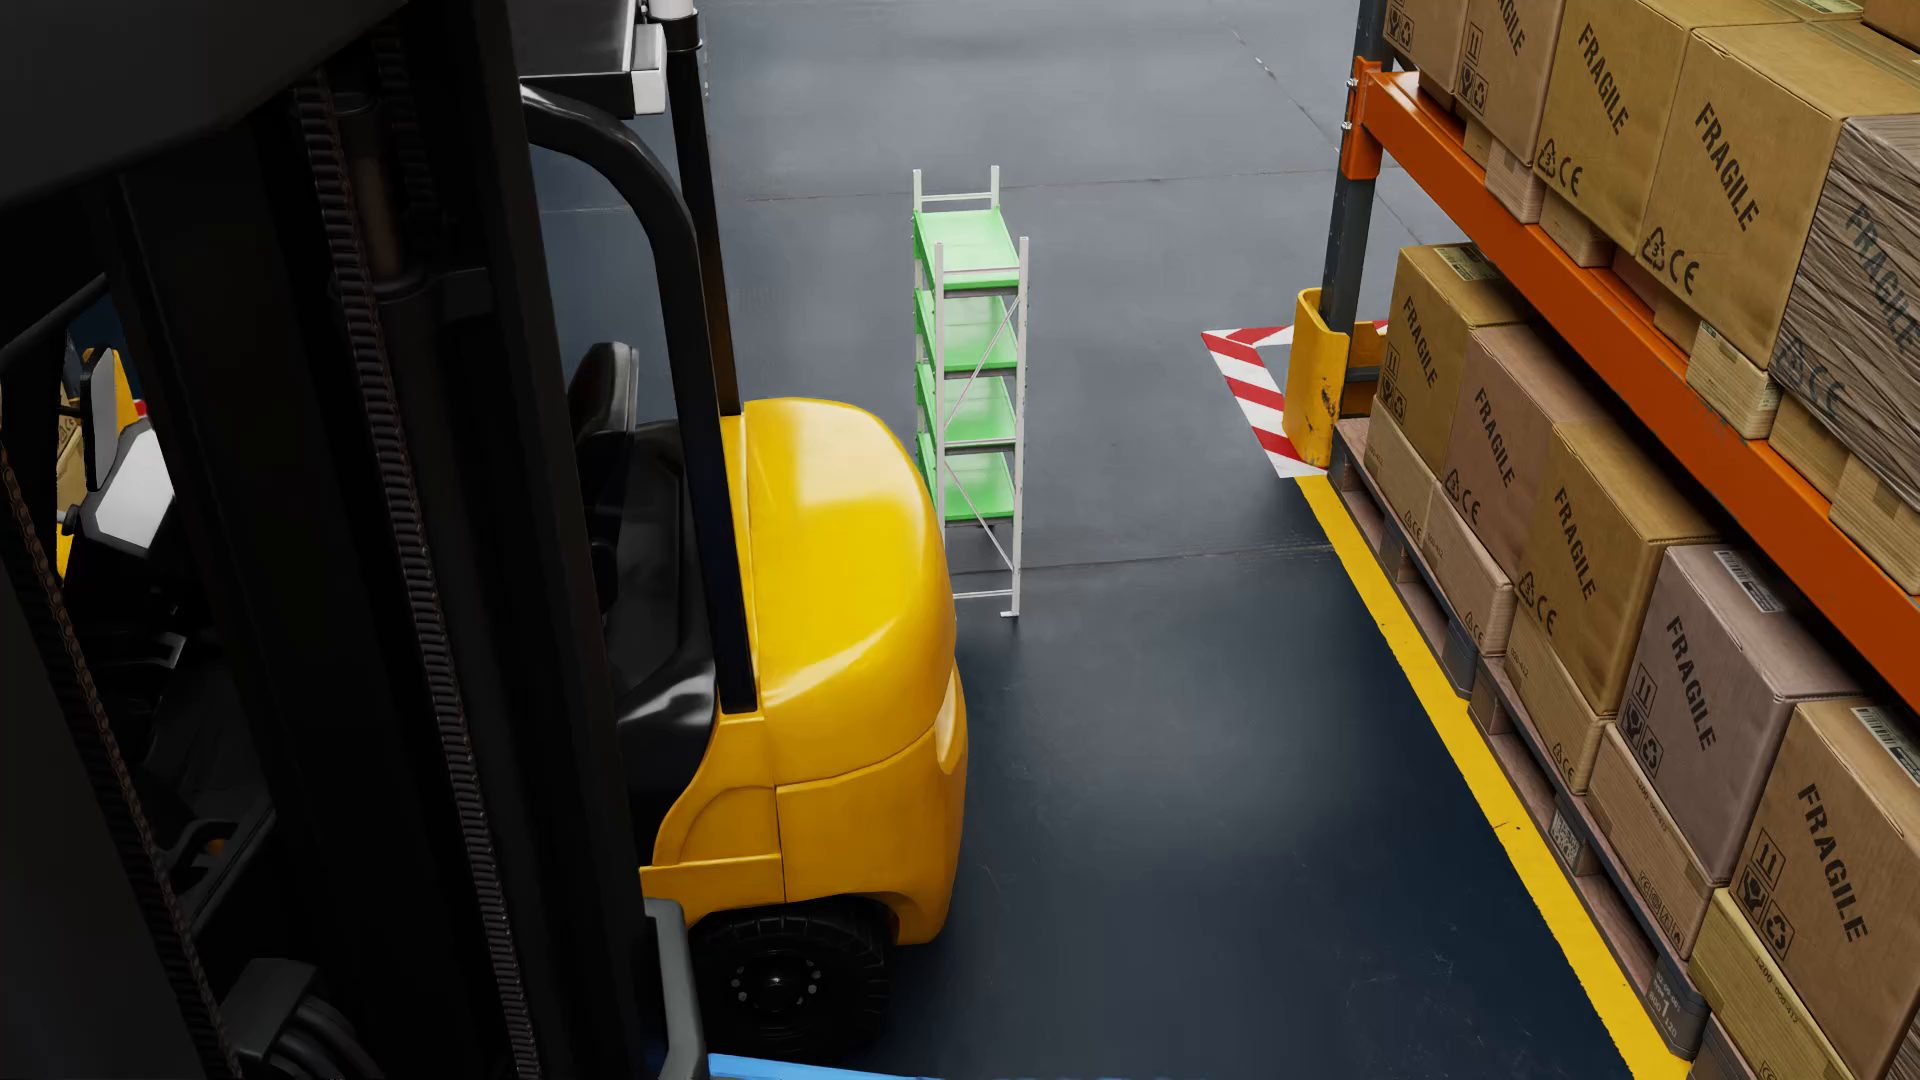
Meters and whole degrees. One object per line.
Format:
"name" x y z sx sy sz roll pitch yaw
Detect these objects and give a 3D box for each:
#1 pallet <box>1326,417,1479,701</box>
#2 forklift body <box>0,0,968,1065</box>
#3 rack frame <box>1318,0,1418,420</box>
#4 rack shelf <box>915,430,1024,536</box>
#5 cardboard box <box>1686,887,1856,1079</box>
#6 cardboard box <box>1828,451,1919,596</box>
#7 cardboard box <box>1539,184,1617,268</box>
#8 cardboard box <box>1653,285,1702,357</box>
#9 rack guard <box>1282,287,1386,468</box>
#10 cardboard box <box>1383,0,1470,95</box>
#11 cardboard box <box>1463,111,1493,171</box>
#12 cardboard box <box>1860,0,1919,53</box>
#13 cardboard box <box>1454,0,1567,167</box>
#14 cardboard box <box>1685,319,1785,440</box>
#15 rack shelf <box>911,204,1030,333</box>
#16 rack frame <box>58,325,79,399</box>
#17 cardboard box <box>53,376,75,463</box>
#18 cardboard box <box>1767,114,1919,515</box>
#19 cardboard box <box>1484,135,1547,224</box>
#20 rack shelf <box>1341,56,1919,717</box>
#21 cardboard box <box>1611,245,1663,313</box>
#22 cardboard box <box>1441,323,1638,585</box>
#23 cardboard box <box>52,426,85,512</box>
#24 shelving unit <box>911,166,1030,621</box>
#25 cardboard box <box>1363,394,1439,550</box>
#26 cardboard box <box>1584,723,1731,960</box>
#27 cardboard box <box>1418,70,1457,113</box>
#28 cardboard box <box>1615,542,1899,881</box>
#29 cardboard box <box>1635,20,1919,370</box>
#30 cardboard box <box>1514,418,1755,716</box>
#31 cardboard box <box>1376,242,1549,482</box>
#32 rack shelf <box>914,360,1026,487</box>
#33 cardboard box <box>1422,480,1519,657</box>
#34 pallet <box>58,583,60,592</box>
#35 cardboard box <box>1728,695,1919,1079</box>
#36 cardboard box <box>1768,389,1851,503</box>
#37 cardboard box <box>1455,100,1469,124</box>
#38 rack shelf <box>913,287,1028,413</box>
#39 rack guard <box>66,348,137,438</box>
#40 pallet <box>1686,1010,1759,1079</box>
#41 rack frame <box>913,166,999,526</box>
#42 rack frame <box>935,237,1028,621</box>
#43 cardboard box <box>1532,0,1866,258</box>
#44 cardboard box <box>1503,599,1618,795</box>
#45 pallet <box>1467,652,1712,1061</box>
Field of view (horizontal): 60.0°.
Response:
"pallet" 1.798 -0.011 5.078 1.003 0.211 1.213 -4 35 -6
"forklift body" -1.141 -0.013 3.359 2.313 2.155 1.214 -4 35 -6
"rack frame" 1.714 -1.662 5.025 1.000 3.000 0.127 -4 35 -6
"rack shelf" 0.022 -0.152 4.948 0.258 0.148 0.480 -4 35 -6
"cardboard box" 1.825 0.927 3.294 0.500 0.250 0.500 -5 35 -8
"cardboard box" 1.767 -0.049 2.881 0.380 0.149 0.250 -5 35 -7
"cardboard box" 1.615 -0.772 3.942 0.380 0.149 0.250 -3 34 -5
"cardboard box" 1.716 -0.479 3.513 0.380 0.149 0.250 -5 35 -8
"rack guard" 1.724 -0.586 5.666 1.175 0.500 0.348 -4 35 -6
"cardboard box" 1.503 -1.540 4.494 0.500 0.500 0.500 -5 35 -7
"cardboard box" 1.558 -1.059 4.363 0.380 0.149 0.250 -5 35 -8
"cardboard box" 2.160 -1.122 2.992 0.700 0.500 0.500 -5 35 -7
"cardboard box" 1.576 -1.252 4.070 0.500 0.500 0.500 -3 34 -5
"cardboard box" 1.692 -0.334 3.300 0.380 0.149 0.250 -4 34 -6
"rack shelf" 0.022 -0.747 4.542 0.258 0.148 0.480 -4 35 -6
"rack frame" -3.204 -1.284 4.470 1.000 3.000 0.127 -4 35 -6
"cardboard box" -2.829 -0.279 4.621 0.500 0.250 0.500 -5 35 -7
"cardboard box" 1.795 -0.399 2.819 0.500 0.500 0.500 -3 34 -5
"cardboard box" 1.547 -0.913 4.150 0.380 0.149 0.250 -4 34 -6
"rack shelf" 1.983 -0.248 3.589 1.077 0.370 4.000 -4 35 -6
"cardboard box" 1.710 -0.629 3.732 0.380 0.149 0.250 -3 34 -5
"cardboard box" 1.627 -0.233 4.331 0.500 0.500 0.500 -6 35 -8
"cardboard box" -2.828 -0.083 4.776 0.500 0.250 0.500 -4 34 -6
"shelving unit" 0.022 -0.403 4.777 0.258 1.200 0.503 -4 35 -6
"cardboard box" 1.548 -0.228 4.989 0.500 0.250 0.500 -5 35 -7
"cardboard box" 1.761 0.643 3.711 0.500 0.250 0.500 -4 34 -6
"cardboard box" 1.555 -1.353 4.794 0.380 0.149 0.250 -4 35 -6
"cardboard box" 1.767 0.345 3.483 0.500 0.500 0.500 -3 34 -4
"cardboard box" 1.722 -0.684 3.238 0.500 0.500 0.500 -5 35 -7
"cardboard box" 1.686 0.048 3.919 0.500 0.500 0.500 -4 34 -5
"cardboard box" 1.552 -0.524 4.759 0.500 0.500 0.500 -5 35 -8
"rack shelf" 0.022 -0.351 4.813 0.258 0.148 0.480 -4 35 -6
"cardboard box" 1.610 0.058 4.571 0.500 0.250 0.500 -3 34 -5
"pallet" -3.060 0.292 4.634 1.003 0.211 1.213 -4 35 -6
"cardboard box" 1.836 0.630 3.065 0.500 0.500 0.500 -4 34 -6
"cardboard box" 1.762 -0.194 3.094 0.380 0.149 0.250 -5 35 -7
"cardboard box" 1.603 -1.213 4.589 0.380 0.149 0.250 -4 34 -6
"rack shelf" 0.022 -0.549 4.677 0.258 0.148 0.480 -4 35 -6
"rack guard" -3.207 -0.264 5.193 1.175 0.500 0.348 -4 35 -6
"pallet" 2.127 1.351 3.080 1.003 0.211 1.213 -4 35 -6
"rack frame" -0.011 -0.540 4.976 0.240 1.200 0.015 -4 35 -6
"rack frame" 0.055 -0.267 4.577 0.240 1.200 0.015 -4 35 -6
"cardboard box" 1.646 -0.967 3.653 0.500 0.500 0.500 -5 35 -7
"cardboard box" 1.696 0.361 4.125 0.500 0.250 0.500 -2 34 -3
"pallet" 1.959 0.668 4.082 1.003 0.211 1.213 -4 35 -6
